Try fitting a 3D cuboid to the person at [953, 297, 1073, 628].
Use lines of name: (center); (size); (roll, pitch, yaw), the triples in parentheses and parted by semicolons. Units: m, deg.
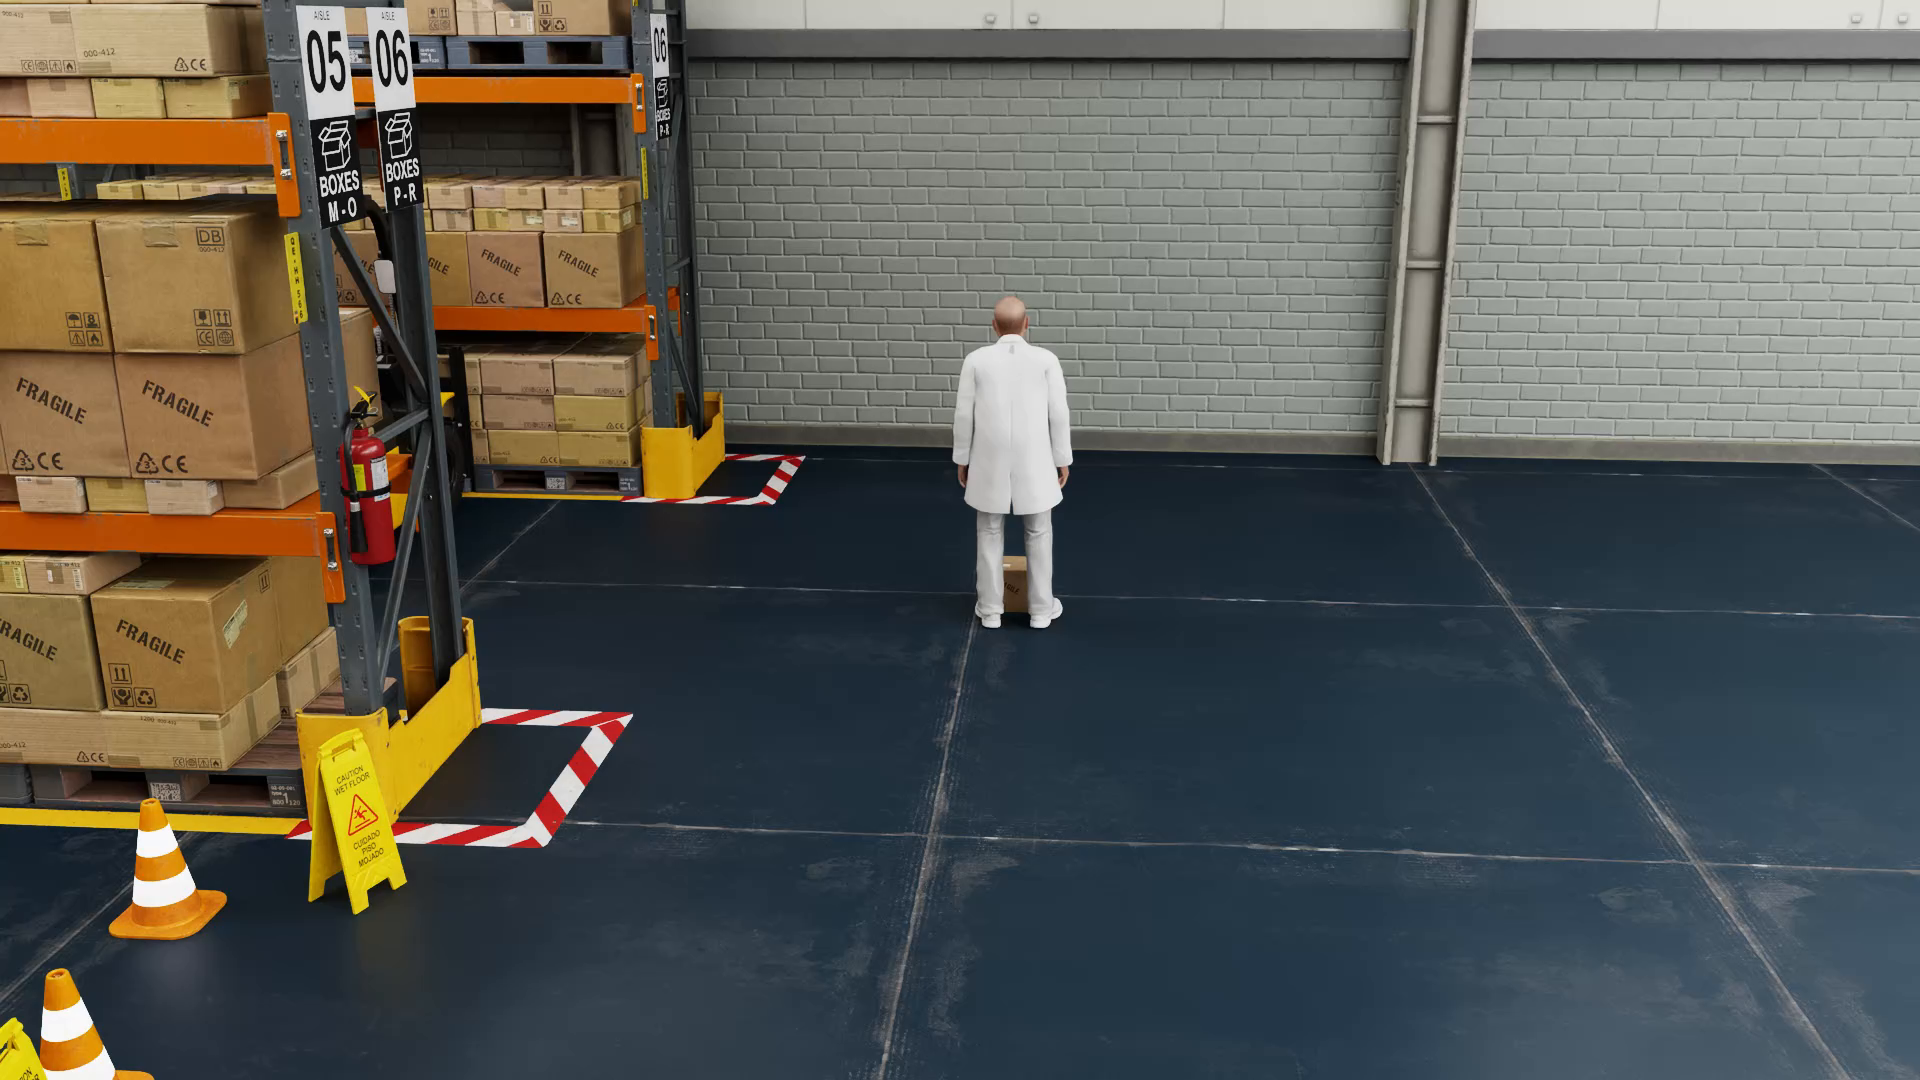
person: (0.281, -0.406, 8.884); (0.641, 1.773, 0.427); (1, 17, 4)
